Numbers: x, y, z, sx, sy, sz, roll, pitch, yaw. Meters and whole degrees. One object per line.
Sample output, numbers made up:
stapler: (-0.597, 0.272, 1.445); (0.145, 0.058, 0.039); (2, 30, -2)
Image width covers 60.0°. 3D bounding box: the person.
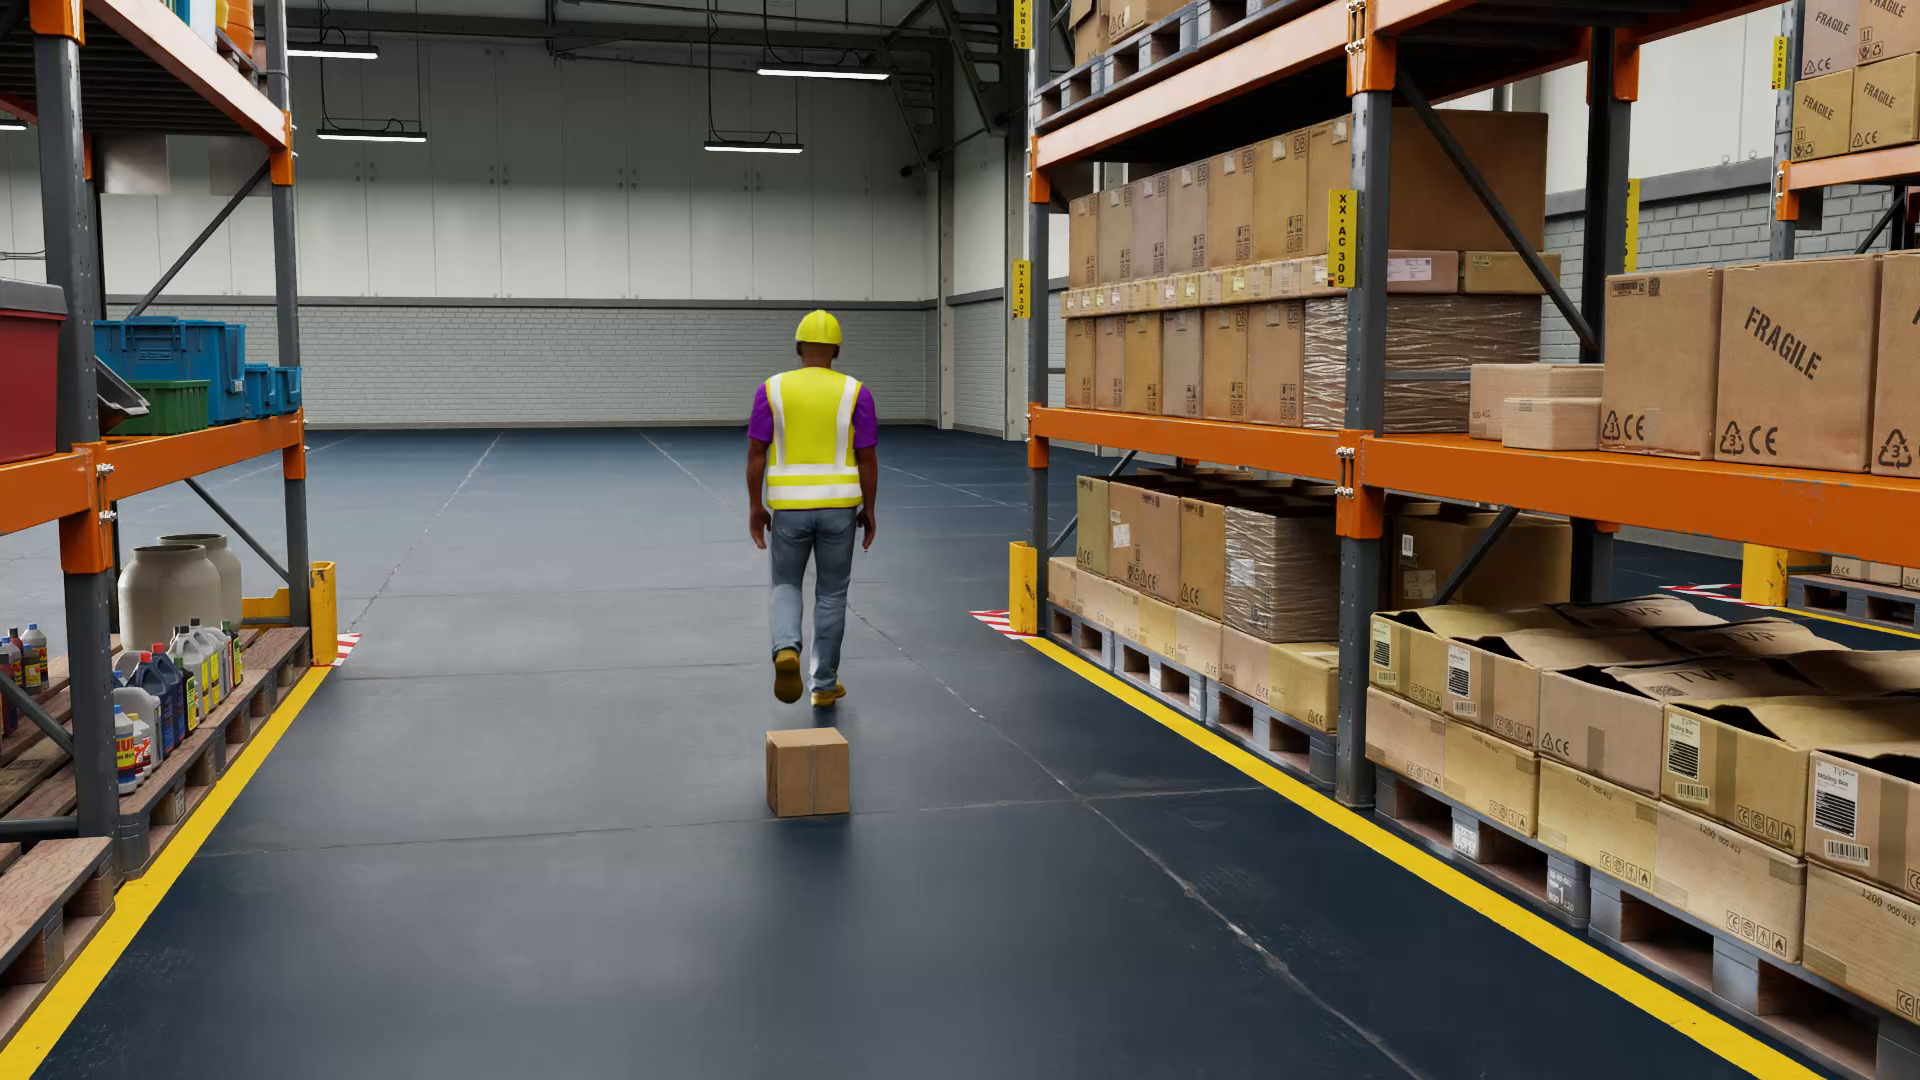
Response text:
person: (-0.654, -0.135, 7.368); (0.581, 1.758, 0.523); (0, 6, 1)
